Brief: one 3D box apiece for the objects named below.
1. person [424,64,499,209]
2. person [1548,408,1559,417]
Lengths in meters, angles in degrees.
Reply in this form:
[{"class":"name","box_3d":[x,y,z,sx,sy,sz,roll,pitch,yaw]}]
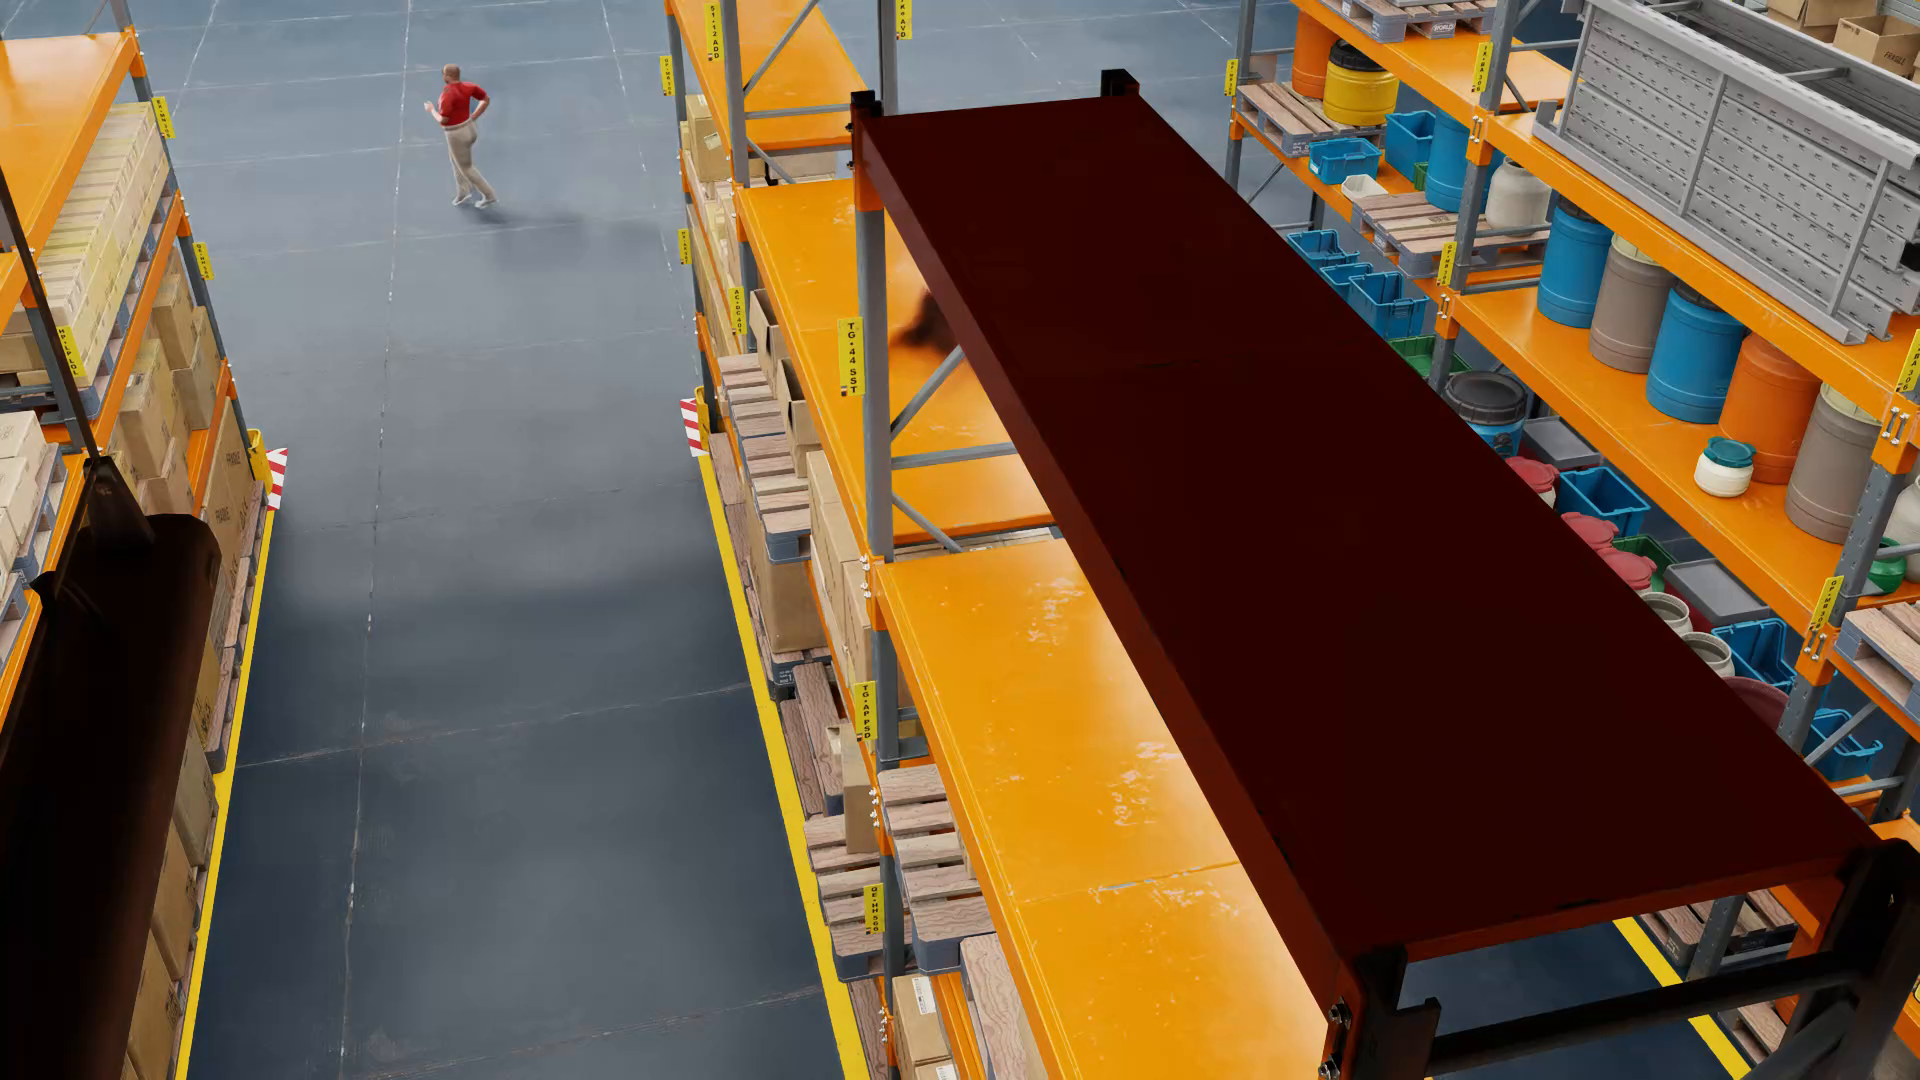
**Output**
[{"class":"person","box_3d":[-5.803,-4.671,19.391,0.765,1.792,0.643,9,35,12]},{"class":"person","box_3d":[5.126,-1.056,14.172,0.592,1.633,0.970,-8,35,-12]}]
